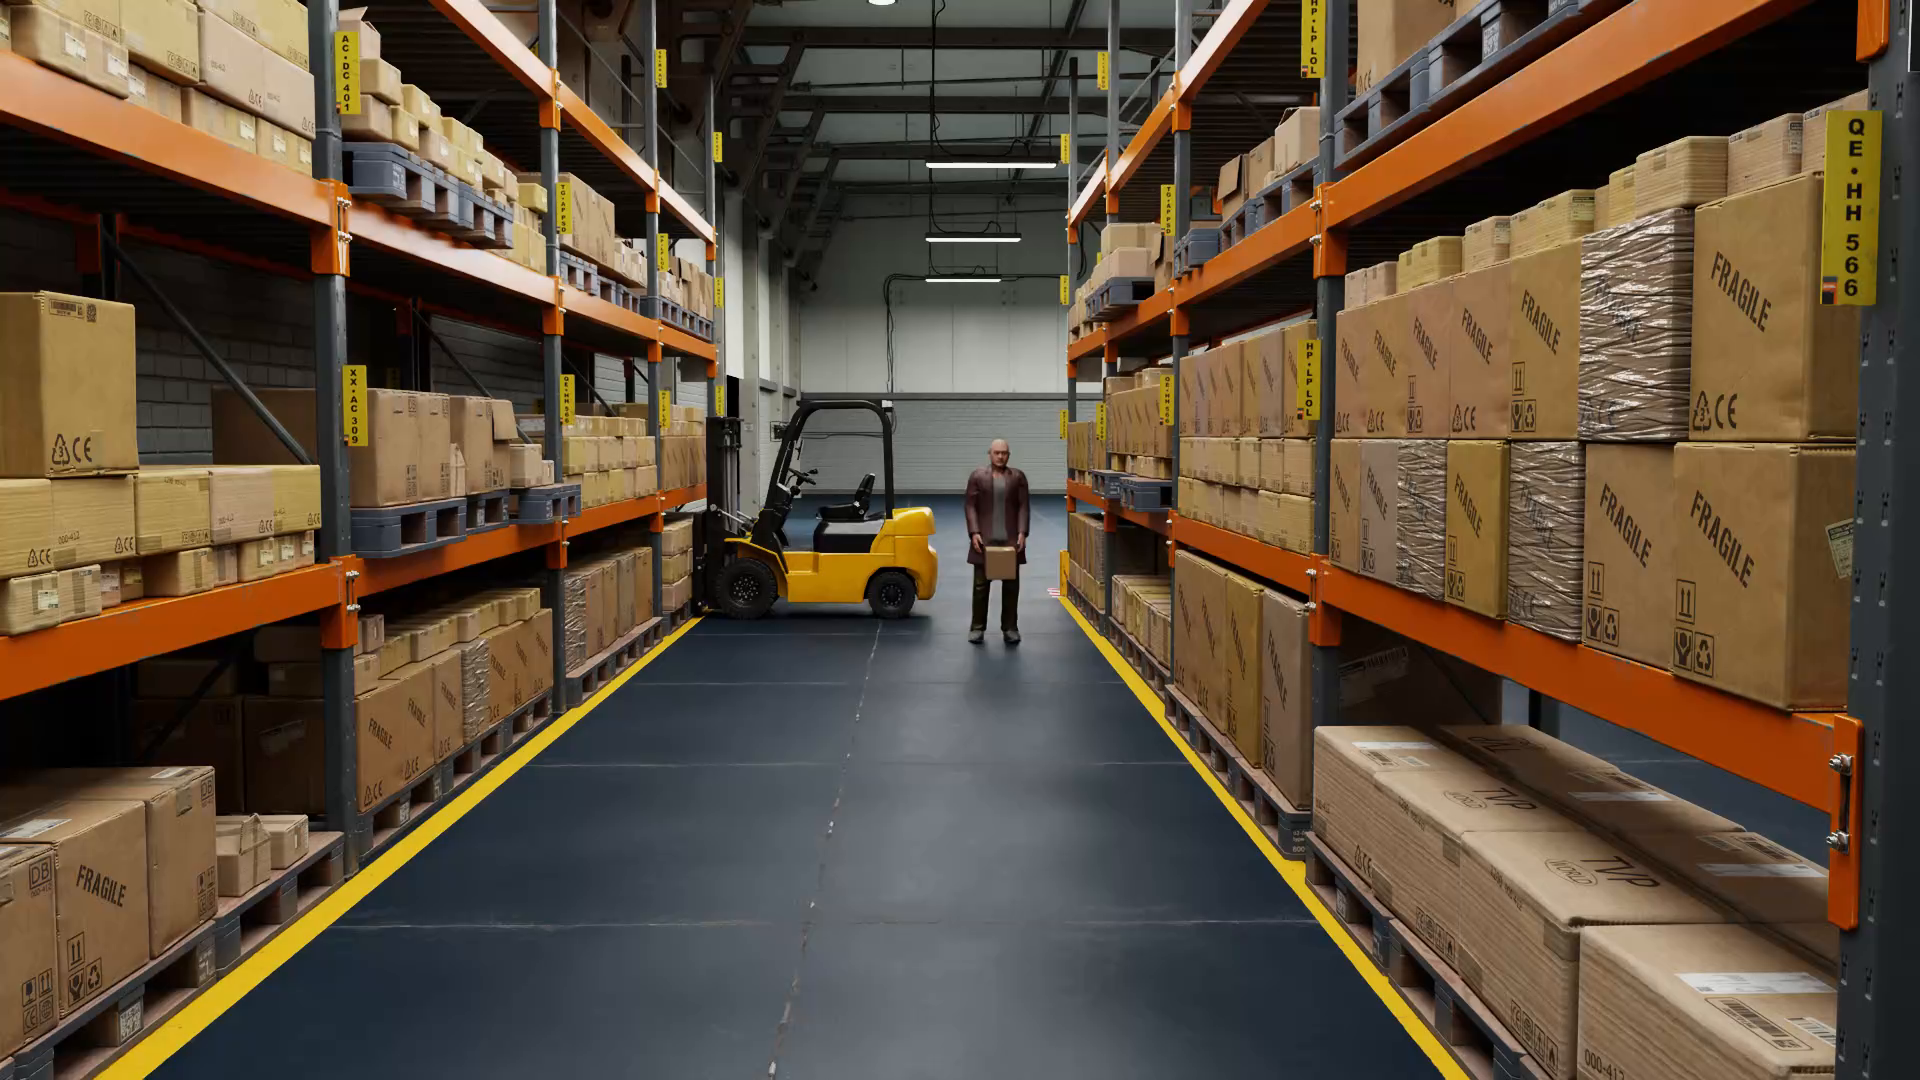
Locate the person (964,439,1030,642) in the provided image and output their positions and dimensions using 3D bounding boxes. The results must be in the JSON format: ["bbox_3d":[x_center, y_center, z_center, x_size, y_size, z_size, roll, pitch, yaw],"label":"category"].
[{"bbox_3d":[0.332,0.003,14.602,0.583,1.780,0.424,0,4,-4],"label":"person"}]
